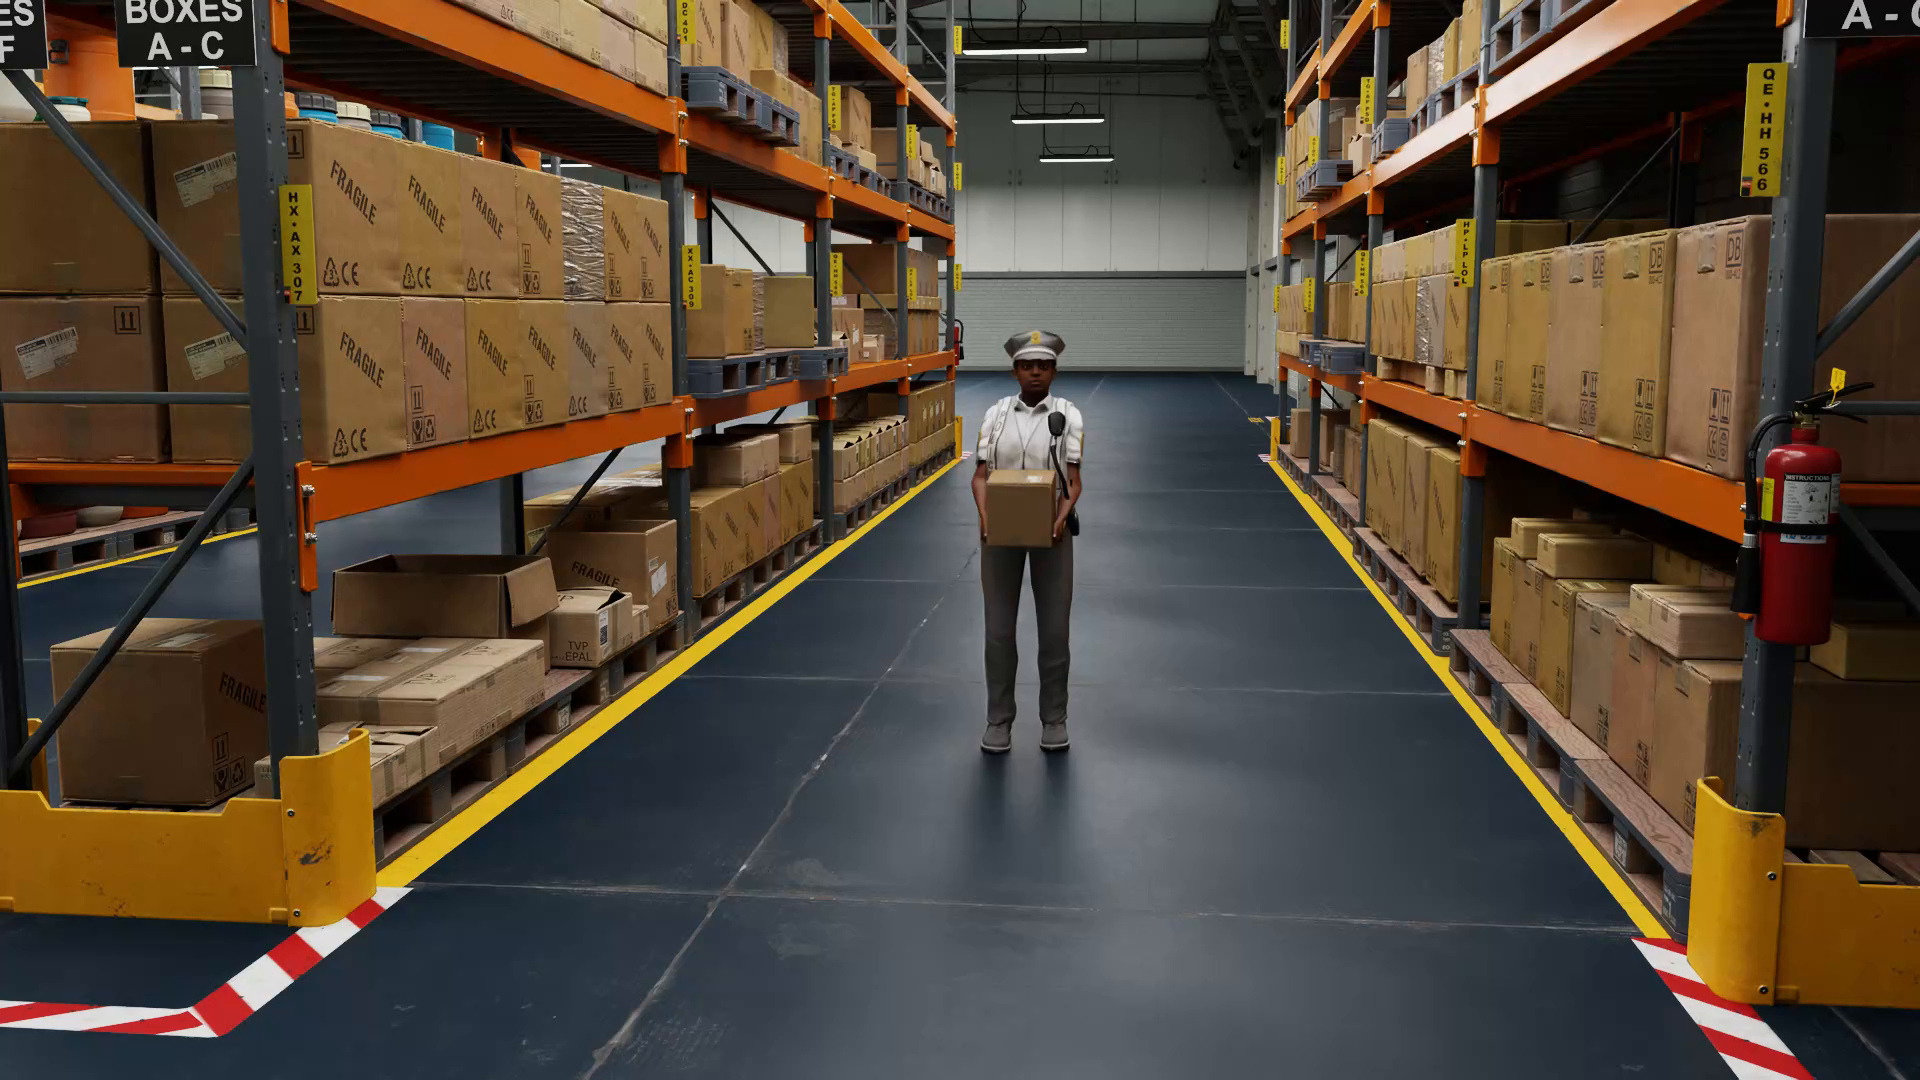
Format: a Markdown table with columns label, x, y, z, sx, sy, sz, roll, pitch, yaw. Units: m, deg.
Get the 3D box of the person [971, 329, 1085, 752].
| label | x | y | z | sx | sy | sz | roll | pitch | yaw |
| --- | --- | --- | --- | --- | --- | --- | --- | --- | --- |
| person | 0.266 | 0.003 | 6.683 | 0.450 | 1.688 | 0.534 | 1 | 8 | 7 |
